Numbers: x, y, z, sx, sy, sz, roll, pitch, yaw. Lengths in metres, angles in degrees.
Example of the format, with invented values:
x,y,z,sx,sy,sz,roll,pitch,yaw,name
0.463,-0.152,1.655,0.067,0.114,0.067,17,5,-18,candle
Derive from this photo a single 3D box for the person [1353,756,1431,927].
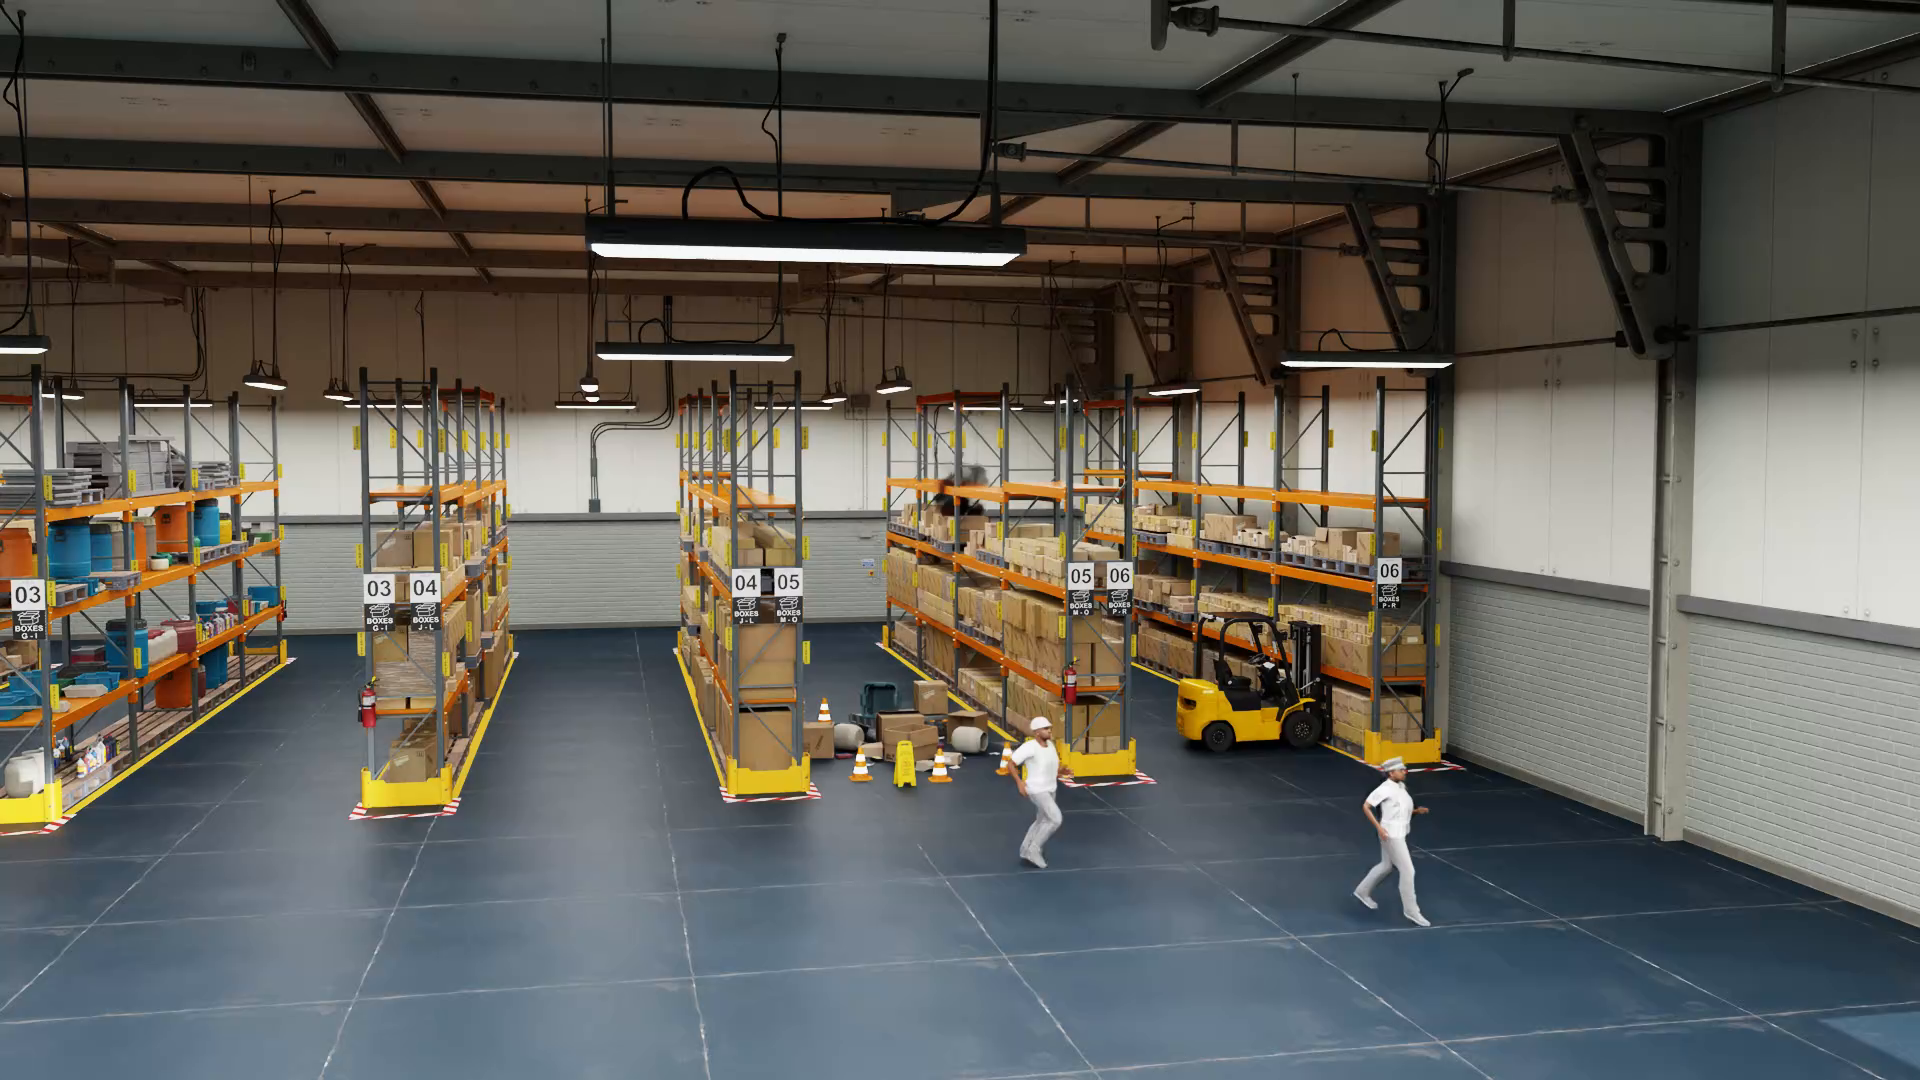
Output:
x,y,z,sx,sy,sz,roll,pitch,yaw,name
4.524,3.107,17.360,0.851,1.727,0.563,2,4,32,person

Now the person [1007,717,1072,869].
x,y,z,sx,sy,sz,roll,pitch,yaw,name
0.981,2.959,19.524,0.697,1.765,0.676,2,4,32,person
